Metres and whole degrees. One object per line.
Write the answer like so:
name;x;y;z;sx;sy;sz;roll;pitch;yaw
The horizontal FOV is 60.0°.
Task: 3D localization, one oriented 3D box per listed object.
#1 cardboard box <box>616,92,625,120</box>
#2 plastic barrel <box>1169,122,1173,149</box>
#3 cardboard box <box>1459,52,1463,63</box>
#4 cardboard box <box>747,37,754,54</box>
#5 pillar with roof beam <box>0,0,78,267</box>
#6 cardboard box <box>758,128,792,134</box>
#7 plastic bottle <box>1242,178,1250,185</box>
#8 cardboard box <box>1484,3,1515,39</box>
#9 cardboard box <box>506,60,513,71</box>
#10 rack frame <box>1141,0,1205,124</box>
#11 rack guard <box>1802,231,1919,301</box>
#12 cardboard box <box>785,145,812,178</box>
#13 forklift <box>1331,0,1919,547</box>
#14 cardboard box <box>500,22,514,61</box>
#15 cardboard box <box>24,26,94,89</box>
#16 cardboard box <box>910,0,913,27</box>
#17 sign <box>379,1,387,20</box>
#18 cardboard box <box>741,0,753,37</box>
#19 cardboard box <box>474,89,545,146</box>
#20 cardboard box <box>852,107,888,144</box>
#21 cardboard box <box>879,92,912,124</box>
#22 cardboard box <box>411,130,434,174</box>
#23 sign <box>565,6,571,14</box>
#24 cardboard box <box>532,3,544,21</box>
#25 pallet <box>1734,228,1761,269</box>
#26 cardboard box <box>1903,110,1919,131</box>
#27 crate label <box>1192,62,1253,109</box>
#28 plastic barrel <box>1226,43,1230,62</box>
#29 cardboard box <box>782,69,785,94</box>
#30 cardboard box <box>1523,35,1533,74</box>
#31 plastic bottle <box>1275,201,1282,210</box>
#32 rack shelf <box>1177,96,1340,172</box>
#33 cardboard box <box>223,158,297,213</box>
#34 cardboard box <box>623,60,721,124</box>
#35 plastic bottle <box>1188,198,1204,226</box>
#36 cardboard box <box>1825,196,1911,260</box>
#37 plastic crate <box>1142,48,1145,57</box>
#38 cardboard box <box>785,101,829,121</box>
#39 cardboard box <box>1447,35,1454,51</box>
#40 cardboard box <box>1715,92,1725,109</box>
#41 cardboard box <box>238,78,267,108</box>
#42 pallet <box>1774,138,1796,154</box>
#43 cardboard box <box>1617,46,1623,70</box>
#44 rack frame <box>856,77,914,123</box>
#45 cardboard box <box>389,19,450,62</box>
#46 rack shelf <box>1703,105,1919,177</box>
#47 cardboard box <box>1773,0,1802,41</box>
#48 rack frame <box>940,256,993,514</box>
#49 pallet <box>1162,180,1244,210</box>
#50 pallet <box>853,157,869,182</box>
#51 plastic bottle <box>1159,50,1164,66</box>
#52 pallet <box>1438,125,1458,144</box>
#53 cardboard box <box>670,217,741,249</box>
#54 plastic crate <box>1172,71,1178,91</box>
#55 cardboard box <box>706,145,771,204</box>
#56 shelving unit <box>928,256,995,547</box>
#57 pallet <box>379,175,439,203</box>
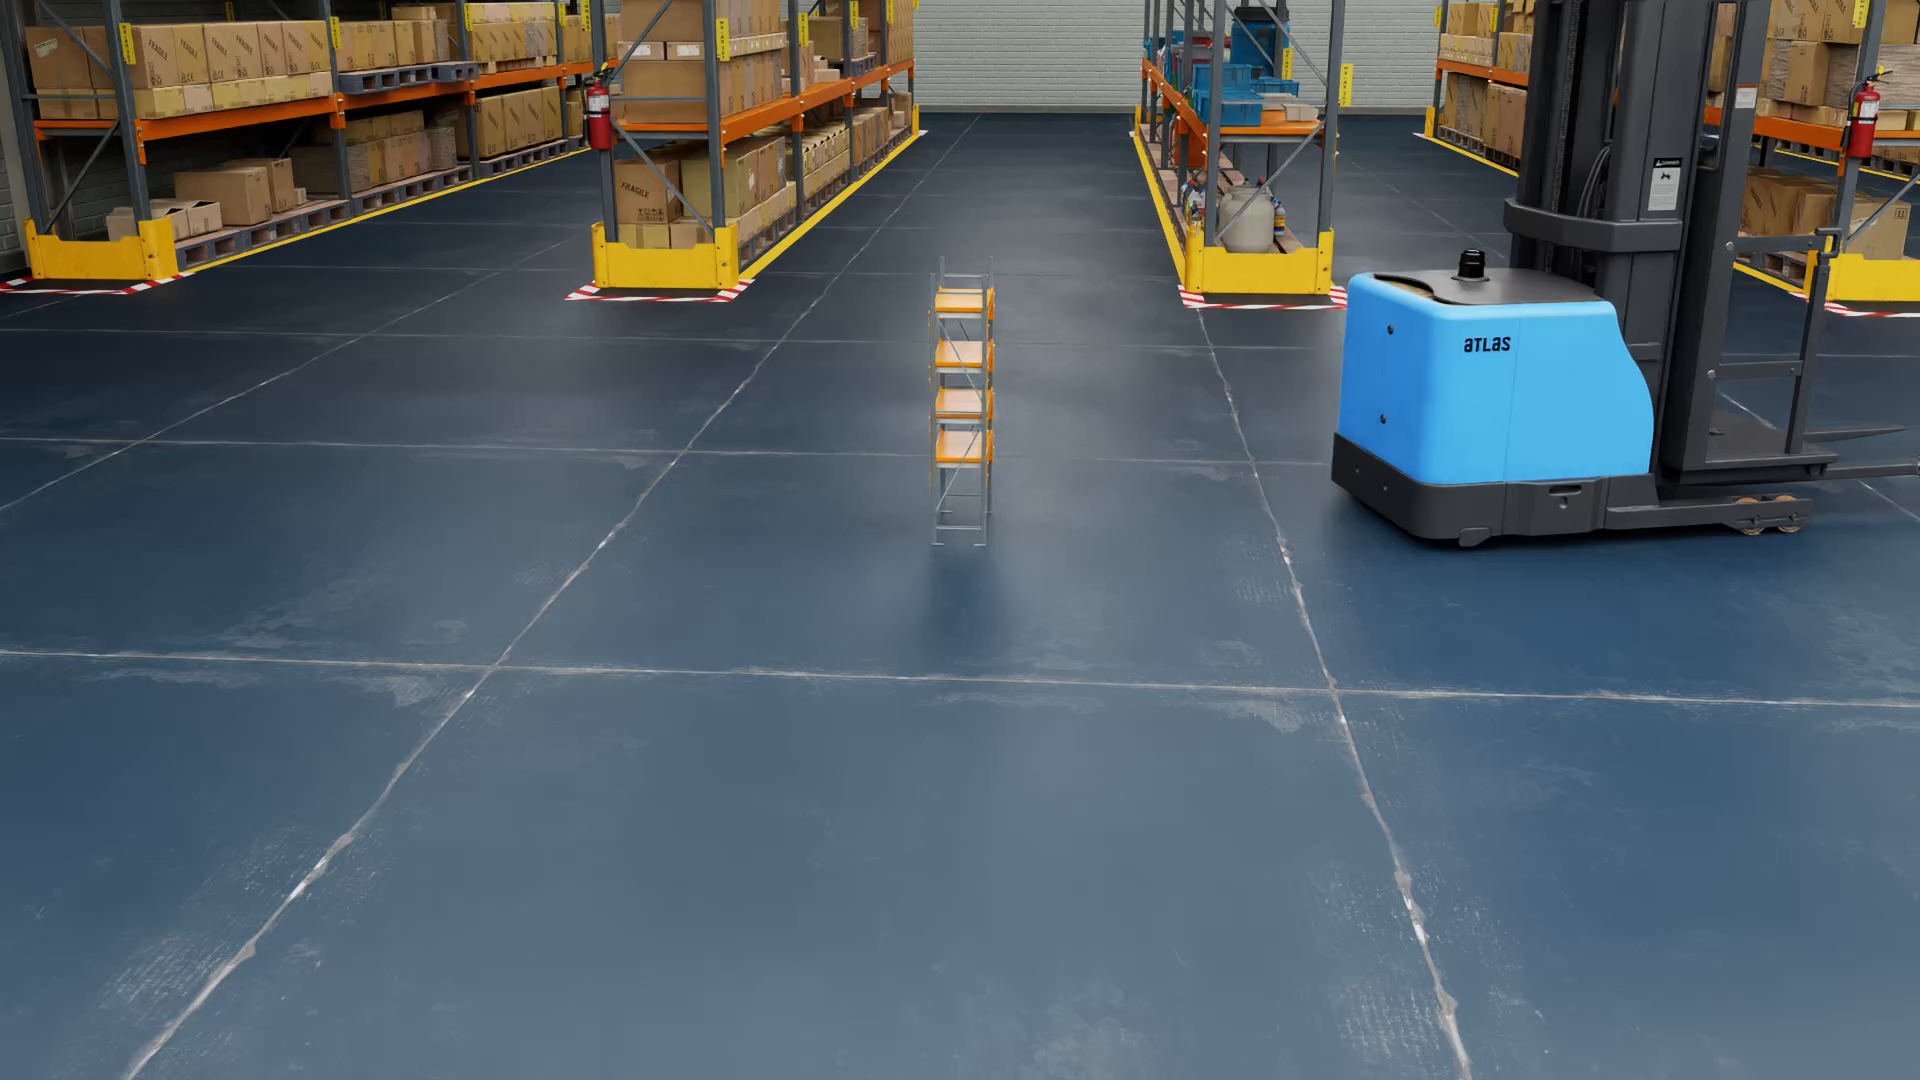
cardboard box;-6.200;-7.447;28.674;0.700;0.500;0.500;1;18;4
plastic barrel;3.109;-5.647;23.162;0.421;0.512;0.421;0;18;0
cardboard box;8.109;-7.624;26.276;0.380;0.149;0.250;1;18;3
cardboard box;-2.101;-4.527;15.219;0.380;0.149;0.250;1;18;4
pillar with roof beam;-3.915;-6.678;13.350;9.100;9.000;0.400;1;18;4
cardboard box;-2.241;-4.901;20.405;0.500;0.311;0.500;1;18;3
plastic bottle;2.869;-3.454;16.695;0.144;0.351;0.185;1;18;4
cardboard box;8.052;-7.657;24.531;0.500;0.500;0.500;2;18;5
cardboard box;-6.469;-6.635;23.225;0.380;0.149;0.250;1;18;4
rack frame;3.632;-8.434;28.346;1.000;3.000;0.127;1;18;4
rack guard;7.431;-2.190;13.304;1.175;0.500;0.348;1;18;4
cardboard box;-1.890;-4.101;17.963;0.500;0.311;0.500;1;18;4
forklift;3.373;-1.572;7.514;3.031;2.935;1.130;-4;18;-11
cardboard box;-6.449;-6.831;22.782;0.500;0.500;0.500;1;18;4
cardboard box;-7.575;-4.132;14.220;0.500;0.500;0.500;1;18;3
cardboard box;-1.066;-8.924;28.075;0.500;0.500;0.500;1;18;3
sign;-7.377;-6.732;21.292;0.100;0.325;0.005;1;18;4
cardboard box;-2.302;-4.877;15.247;0.700;0.500;0.500;1;18;4
cardboard box;-6.514;-6.110;24.031;0.750;0.750;0.750;2;18;6
cardboard box;-1.344;-6.165;24.729;0.500;0.500;0.500;1;18;4
cardboard box;-1.101;-7.393;28.475;0.500;0.500;0.500;1;18;4
cardboard box;-6.975;-4.810;20.592;0.700;0.500;0.500;1;18;4
sign;-6.802;-9.119;28.917;0.100;0.325;0.005;1;18;4
cardboard box;-6.361;-7.658;24.104;0.500;0.250;0.500;2;18;5
pallet;7.614;-2.682;15.270;1.003;0.211;1.213;1;18;4
cardboard box;7.684;-3.318;13.136;0.380;0.149;0.250;1;18;4
crate label;2.347;-4.059;14.938;0.502;0.435;0.616;1;18;4
plastic barrel;3.059;-5.064;17.842;0.433;0.535;0.433;0;18;0
cardboard box;-2.177;-4.902;17.806;0.500;0.250;0.500;2;18;7
cardboard box;7.900;-6.519;22.342;0.500;0.500;0.500;2;18;5
plastic bottle;2.960;-3.009;15.445;0.061;0.283;0.133;2;18;5
rack shelf;2.629;-3.744;15.188;1.077;0.370;4.000;1;18;4
cardboard box;-7.144;-3.626;16.981;0.500;0.500;0.500;0;18;0
cardboard box;-2.409;-3.769;13.947;0.700;0.500;0.500;1;18;4
plastic bottle;2.235;-3.081;15.675;0.152;0.276;0.135;1;18;2
cardboard box;7.487;-2.560;13.758;0.500;0.500;0.500;5;19;14
plastic crate;3.181;-8.170;27.868;0.250;0.136;0.298;1;18;4
cardboard box;-2.049;-5.752;22.264;0.500;0.250;0.500;2;18;6
cardboard box;8.238;-8.089;27.056;0.500;0.250;0.500;1;18;3
cardboard box;7.308;-4.107;15.543;0.380;0.149;0.250;1;18;4
cardboard box;-6.941;-4.245;15.771;0.500;0.250;0.500;1;18;4
pallet;13.323;-6.203;26.016;1.003;0.211;1.213;1;18;4
cardboard box;7.649;-5.452;18.811;0.500;0.250;0.500;1;18;2
rack frame;-1.308;-8.546;28.687;1.000;3.000;0.127;1;18;4
cardboard box;-6.847;-6.281;20.908;0.700;0.500;0.500;-1;18;-3
rack shelf;7.569;-3.634;14.851;1.077;0.370;4.000;1;18;4
cardboard box;7.287;-4.505;14.112;0.500;0.500;0.500;1;18;4
rack frame;0.029;-0.697;7.624;0.240;1.200;0.015;1;18;4
pallet;2.874;-4.007;19.312;1.003;0.211;1.213;1;18;4
pallet;-1.790;-4.967;22.243;1.003;0.211;1.213;1;18;4
plastic bottle;2.866;-6.710;23.283;0.152;0.276;0.135;1;18;4
pallet;8.593;-6.748;27.679;1.003;0.211;1.213;1;18;4
cardboard box;-2.195;-2.631;14.377;0.500;0.250;0.500;1;18;4
plastic crate;2.615;-5.154;18.675;0.450;0.188;0.662;1;18;4
cardboard box;-2.085;-3.453;15.682;0.500;0.500;0.500;1;18;4
shelving unit;0.012;-0.622;7.393;0.258;1.200;0.503;1;18;4
pallet;-6.970;-4.225;19.978;1.003;0.211;1.213;1;18;4
